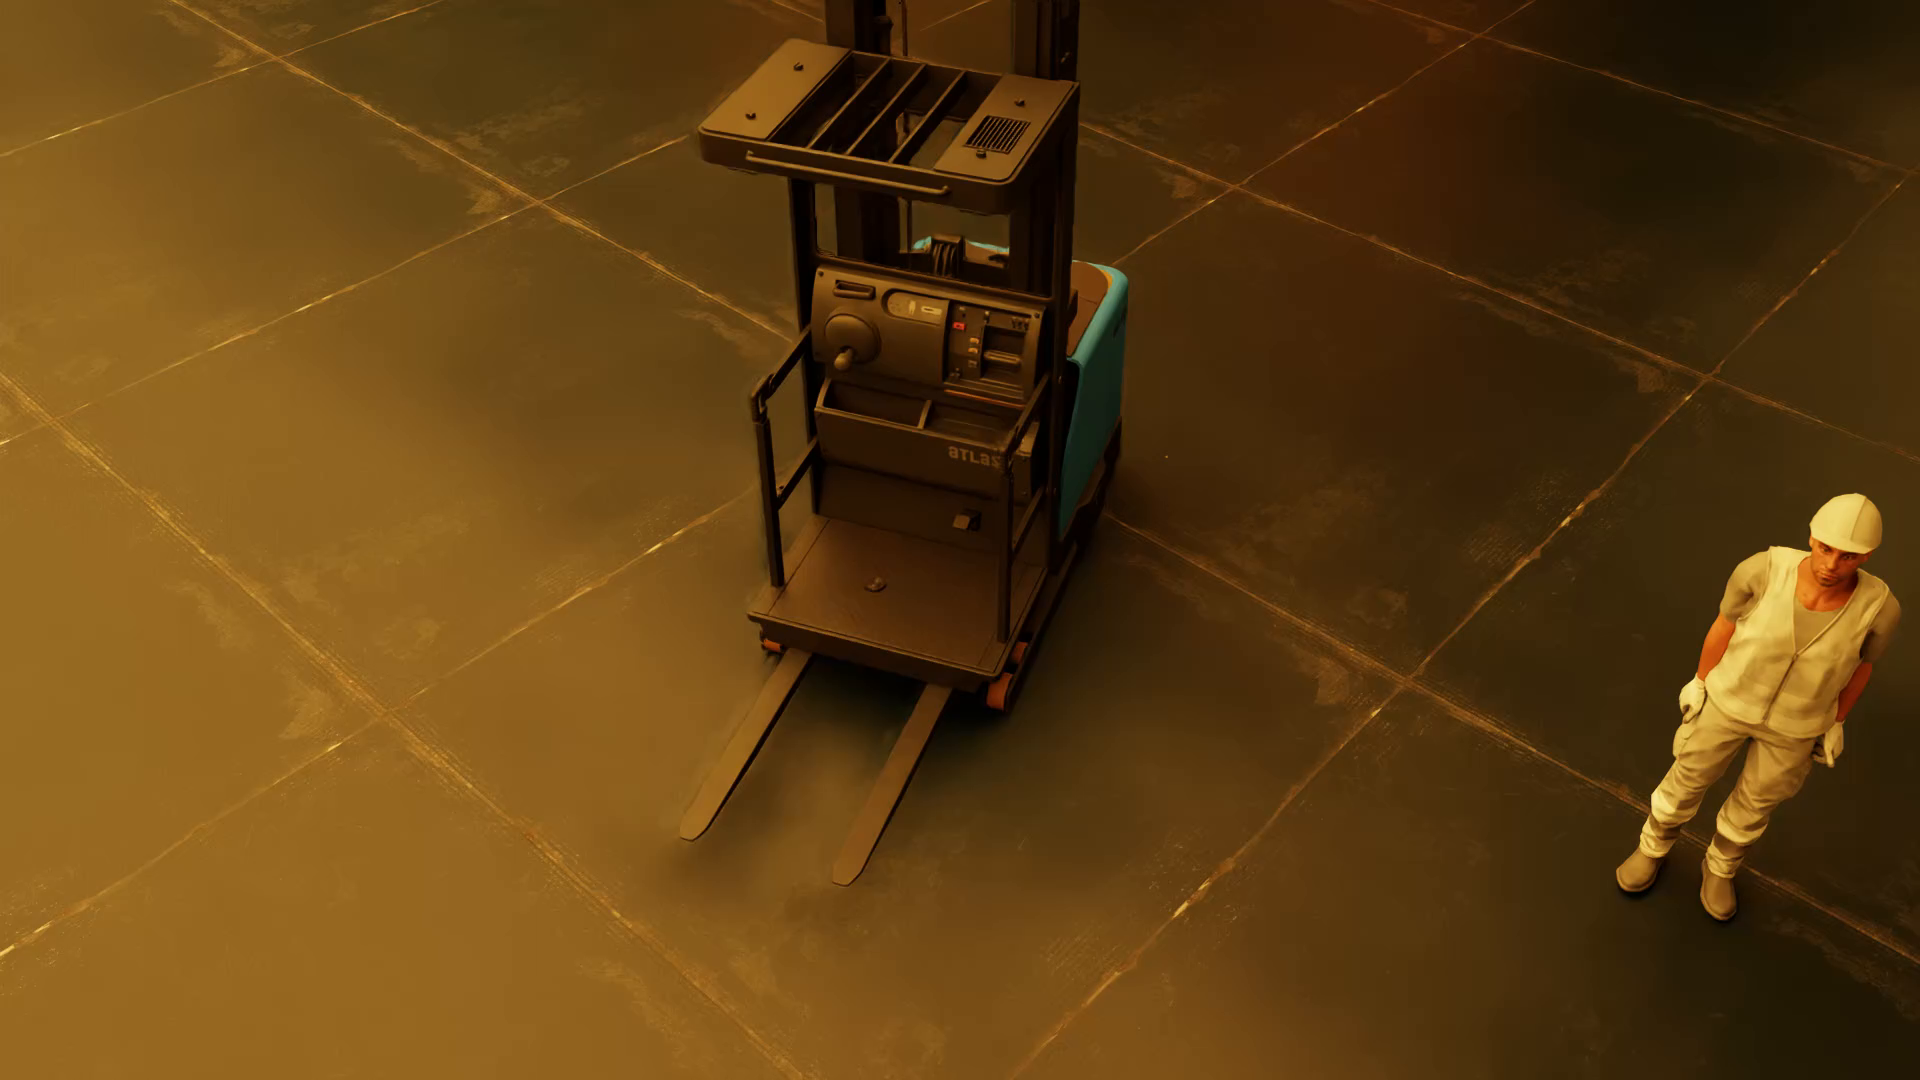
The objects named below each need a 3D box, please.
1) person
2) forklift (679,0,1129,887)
[{"bbox_3d":[2.721,0.587,5.620,0.526,1.795,0.369,17,44,19],"label":"person"},{"bbox_3d":[-0.204,-0.714,6.260,1.130,2.935,3.031,13,42,15],"label":"forklift"}]
